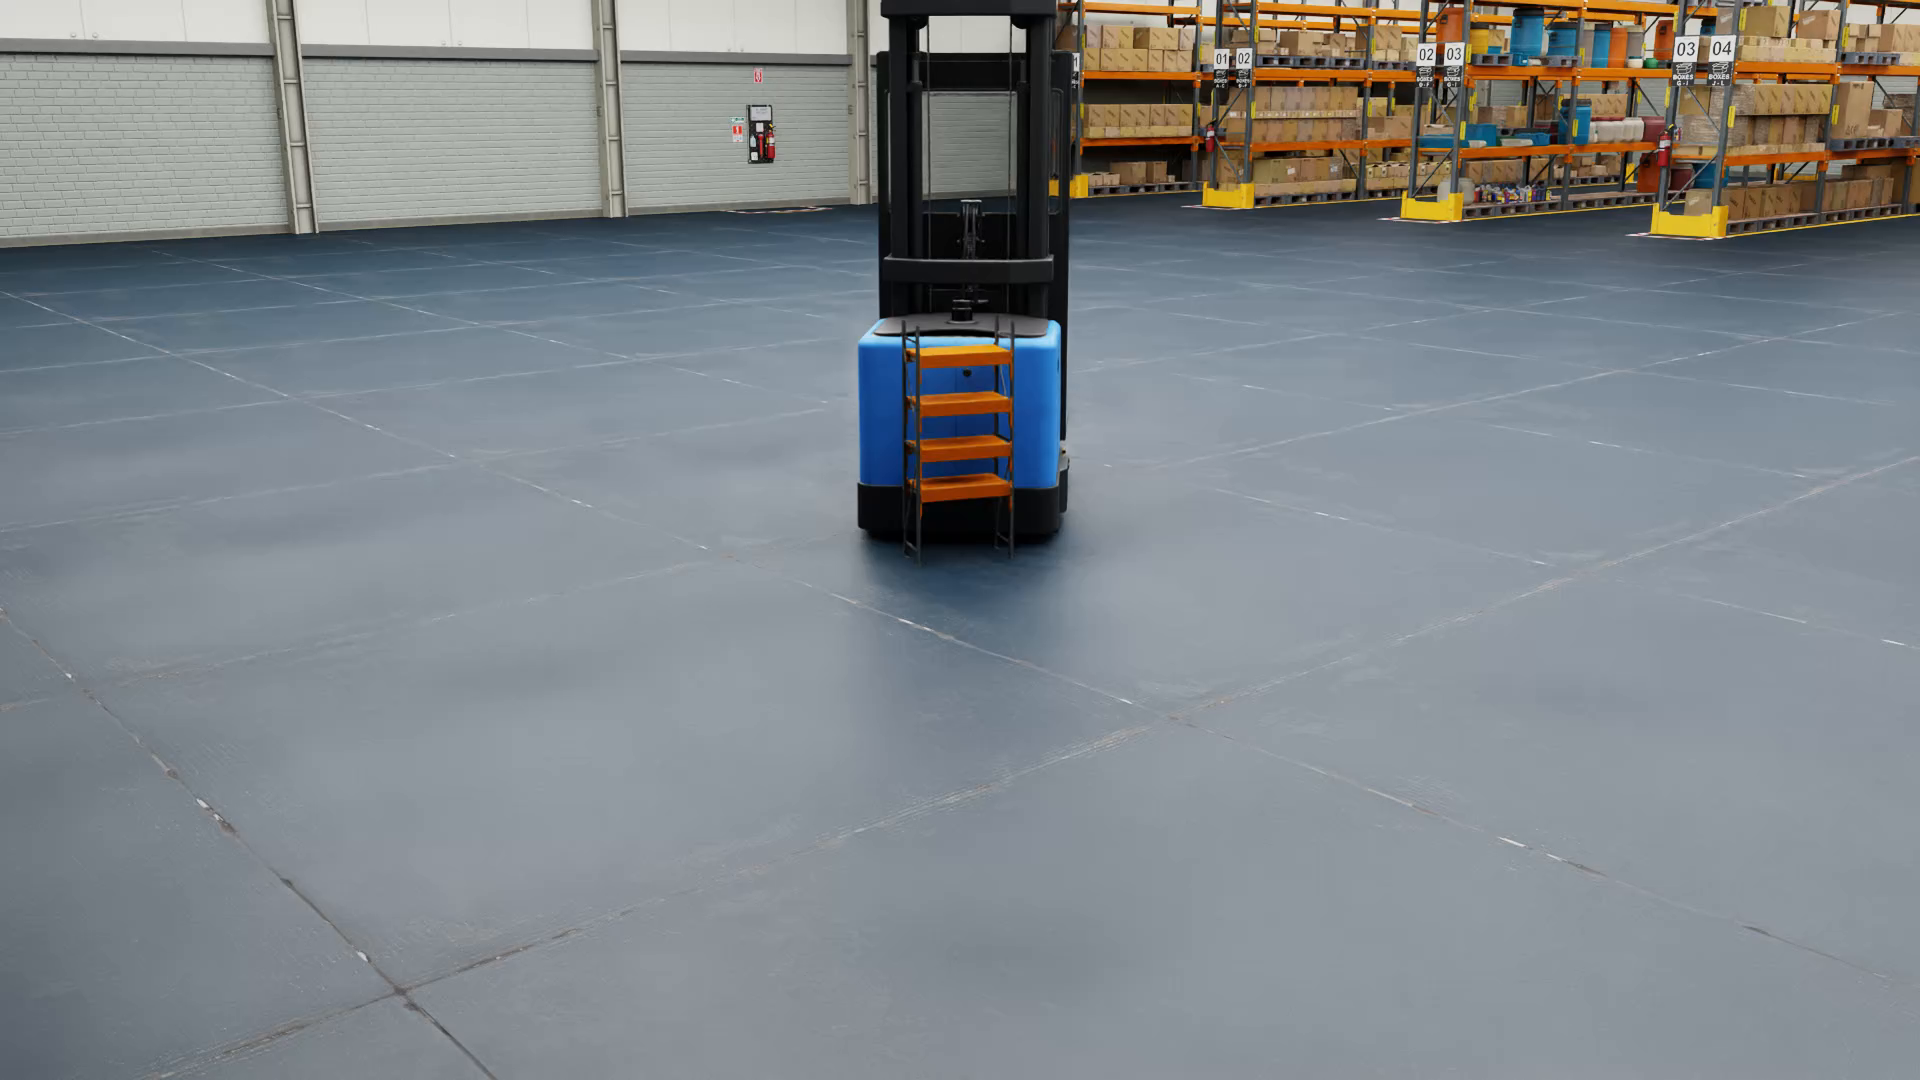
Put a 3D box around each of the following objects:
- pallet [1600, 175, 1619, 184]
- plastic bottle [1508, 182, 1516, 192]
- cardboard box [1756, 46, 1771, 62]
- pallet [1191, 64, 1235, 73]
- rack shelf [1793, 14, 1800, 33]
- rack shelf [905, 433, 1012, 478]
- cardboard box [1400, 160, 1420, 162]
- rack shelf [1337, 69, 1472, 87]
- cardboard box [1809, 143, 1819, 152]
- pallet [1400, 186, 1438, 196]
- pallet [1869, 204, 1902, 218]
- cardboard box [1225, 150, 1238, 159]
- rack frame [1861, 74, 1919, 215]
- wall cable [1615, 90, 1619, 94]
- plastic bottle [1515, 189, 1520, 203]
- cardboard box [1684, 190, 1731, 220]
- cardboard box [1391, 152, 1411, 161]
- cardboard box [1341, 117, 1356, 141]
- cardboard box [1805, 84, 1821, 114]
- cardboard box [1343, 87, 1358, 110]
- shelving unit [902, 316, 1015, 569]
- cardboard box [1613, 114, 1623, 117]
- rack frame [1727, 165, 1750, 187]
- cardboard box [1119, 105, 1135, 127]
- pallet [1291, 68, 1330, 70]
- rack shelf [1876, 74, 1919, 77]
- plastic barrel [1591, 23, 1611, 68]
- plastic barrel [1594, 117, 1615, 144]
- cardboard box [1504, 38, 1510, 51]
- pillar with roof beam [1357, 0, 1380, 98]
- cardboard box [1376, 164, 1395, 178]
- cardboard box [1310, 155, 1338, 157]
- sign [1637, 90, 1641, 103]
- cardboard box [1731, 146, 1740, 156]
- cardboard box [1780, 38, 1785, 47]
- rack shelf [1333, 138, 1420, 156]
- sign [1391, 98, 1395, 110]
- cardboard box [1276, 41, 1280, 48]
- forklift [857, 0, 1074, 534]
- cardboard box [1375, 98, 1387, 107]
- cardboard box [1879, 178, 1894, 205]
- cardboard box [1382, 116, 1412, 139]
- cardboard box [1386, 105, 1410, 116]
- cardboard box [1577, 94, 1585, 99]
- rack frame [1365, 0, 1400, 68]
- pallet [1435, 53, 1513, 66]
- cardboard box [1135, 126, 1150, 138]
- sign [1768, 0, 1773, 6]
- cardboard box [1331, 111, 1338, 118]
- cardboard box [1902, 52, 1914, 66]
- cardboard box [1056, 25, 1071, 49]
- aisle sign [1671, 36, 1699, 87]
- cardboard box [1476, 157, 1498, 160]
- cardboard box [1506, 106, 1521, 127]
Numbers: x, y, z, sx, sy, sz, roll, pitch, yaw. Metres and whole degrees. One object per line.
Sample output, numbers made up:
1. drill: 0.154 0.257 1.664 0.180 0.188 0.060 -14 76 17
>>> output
1. pallet: 17.085 -9.711 44.697 1.213 0.211 1.003 -13 19 -39
2. plastic bottle: 11.152 -7.058 33.640 0.185 0.351 0.144 -13 19 -39
3. cardboard box: 13.091 -8.064 27.603 0.500 0.250 0.500 -13 20 -41
4. pallet: 5.971 -11.580 40.841 1.003 0.211 1.213 -13 19 -39
5. rack shelf: 19.483 -12.260 39.381 4.000 0.370 1.077 -13 19 -39
6. rack shelf: -0.009 -0.424 8.271 0.480 0.148 0.258 -5 16 -19
7. cardboard box: 10.729 -8.875 39.589 0.500 0.311 0.500 -13 20 -41
8. rack shelf: 10.199 -10.614 38.256 4.000 0.370 1.077 -13 19 -39
9. cardboard box: 15.026 -6.989 29.589 0.250 0.149 0.380 -13 19 -39
10. pallet: 11.061 -8.372 39.685 1.213 0.211 1.003 -13 19 -39
11. pallet: 17.617 -6.443 32.461 1.213 0.211 1.003 -13 19 -39
12. cardboard box: 6.700 -9.797 42.152 0.500 0.250 0.500 -13 20 -41
13. rack frame: 18.208 -7.922 32.596 0.127 3.000 1.000 -13 19 -39
14. wall cable: 18.990 -14.457 51.453 0.112 2.526 3.097 -13 19 -39
15. plastic bottle: 10.981 -6.781 32.760 0.097 0.271 0.097 0 15 0
16. cardboard box: 12.655 -5.665 28.175 0.500 0.500 0.500 -9 17 -29
17. cardboard box: 12.483 -10.679 46.947 0.500 0.500 0.700 -13 20 -40
18. cardboard box: 8.360 -9.146 36.983 0.500 0.500 0.700 -13 20 -41
19. cardboard box: 14.655 -7.705 29.075 0.500 0.500 0.500 -13 19 -39
20. cardboard box: 8.360 -9.772 36.815 0.500 0.500 0.700 -13 19 -39
21. shelving unit: -0.009 -0.489 8.254 0.503 1.200 0.258 -5 16 -19
22. cardboard box: 17.195 -11.037 44.065 0.500 0.500 0.500 -12 19 -39
23. rack frame: 17.974 -9.564 38.743 0.127 3.000 1.000 -13 19 -39
24. cardboard box: 3.749 -9.950 38.986 0.500 0.500 0.500 -13 20 -41
25. pallet: 8.904 -12.292 43.511 1.003 0.211 1.213 -12 19 -37
26. rack shelf: 19.717 -9.363 33.570 4.000 0.370 1.077 -13 19 -39
27. plastic barrel: 13.167 -10.250 34.528 0.708 0.901 0.600 -13 19 -39
28. plastic barrel: 13.358 -8.518 34.564 0.433 0.535 0.433 0 15 0
29. cardboard box: 13.293 -11.980 40.774 0.600 0.600 0.600 -14 20 -41
30. pillar with roof beam: 14.257 -13.840 43.126 0.400 9.000 9.100 -13 19 -39
31. cardboard box: 9.547 -8.424 37.904 0.500 0.311 0.500 -13 20 -40
32. cardboard box: 8.135 -8.393 37.420 0.500 0.500 0.500 -13 19 -39
33. sign: 18.092 -11.807 44.285 0.005 0.325 0.100 -13 19 -39
34. cardboard box: 12.746 -6.486 27.706 0.250 0.149 0.380 -13 19 -39
35. cardboard box: 13.694 -8.403 28.102 0.250 0.149 0.380 -13 20 -40
36. rack shelf: 10.199 -9.165 38.643 4.000 0.370 1.077 -13 19 -39
37. sign: 11.834 -11.910 45.435 0.005 0.325 0.100 -13 19 -39
38. cardboard box: 6.788 -10.513 35.572 0.500 0.311 0.500 -10 18 -33
39. forklift: 0.099 -1.776 9.718 1.130 2.935 3.031 1 15 4
40. cardboard box: 11.286 -11.928 45.330 0.500 0.250 0.500 -12 19 -38
41. cardboard box: 17.716 -6.810 32.422 0.500 0.500 0.700 -14 20 -42
42. cardboard box: 10.056 -9.523 38.396 0.500 0.500 0.500 -13 19 -39
43. cardboard box: 11.891 -11.726 46.257 0.700 0.700 0.980 -12 19 -39
44. cardboard box: 15.654 -11.173 42.635 0.500 0.500 0.500 -13 20 -41
45. rack frame: 11.471 -14.391 45.189 0.127 3.000 1.000 -13 19 -39
46. pallet: 9.610 -9.010 31.223 1.213 0.211 1.003 -13 19 -39
47. cardboard box: 4.148 -9.679 39.425 0.500 0.250 0.500 -12 19 -39
48. sign: 18.334 -12.254 37.593 0.005 0.325 0.100 -13 19 -39
49. cardboard box: 8.045 -9.317 36.366 0.250 0.149 0.380 -13 20 -39
50. cardboard box: 17.645 -9.084 31.423 0.500 0.250 0.500 -13 20 -40
51. cardboard box: 2.572 -11.574 38.285 0.500 0.500 0.500 -12 19 -37
52. aisle sign: 11.929 -7.871 27.366 0.004 0.787 0.394 -13 19 -39
53. cardboard box: 13.068 -9.607 41.442 0.500 0.250 0.500 -13 20 -40
54. cardboard box: 13.433 -10.469 41.123 0.700 0.500 0.500 10 18 33
